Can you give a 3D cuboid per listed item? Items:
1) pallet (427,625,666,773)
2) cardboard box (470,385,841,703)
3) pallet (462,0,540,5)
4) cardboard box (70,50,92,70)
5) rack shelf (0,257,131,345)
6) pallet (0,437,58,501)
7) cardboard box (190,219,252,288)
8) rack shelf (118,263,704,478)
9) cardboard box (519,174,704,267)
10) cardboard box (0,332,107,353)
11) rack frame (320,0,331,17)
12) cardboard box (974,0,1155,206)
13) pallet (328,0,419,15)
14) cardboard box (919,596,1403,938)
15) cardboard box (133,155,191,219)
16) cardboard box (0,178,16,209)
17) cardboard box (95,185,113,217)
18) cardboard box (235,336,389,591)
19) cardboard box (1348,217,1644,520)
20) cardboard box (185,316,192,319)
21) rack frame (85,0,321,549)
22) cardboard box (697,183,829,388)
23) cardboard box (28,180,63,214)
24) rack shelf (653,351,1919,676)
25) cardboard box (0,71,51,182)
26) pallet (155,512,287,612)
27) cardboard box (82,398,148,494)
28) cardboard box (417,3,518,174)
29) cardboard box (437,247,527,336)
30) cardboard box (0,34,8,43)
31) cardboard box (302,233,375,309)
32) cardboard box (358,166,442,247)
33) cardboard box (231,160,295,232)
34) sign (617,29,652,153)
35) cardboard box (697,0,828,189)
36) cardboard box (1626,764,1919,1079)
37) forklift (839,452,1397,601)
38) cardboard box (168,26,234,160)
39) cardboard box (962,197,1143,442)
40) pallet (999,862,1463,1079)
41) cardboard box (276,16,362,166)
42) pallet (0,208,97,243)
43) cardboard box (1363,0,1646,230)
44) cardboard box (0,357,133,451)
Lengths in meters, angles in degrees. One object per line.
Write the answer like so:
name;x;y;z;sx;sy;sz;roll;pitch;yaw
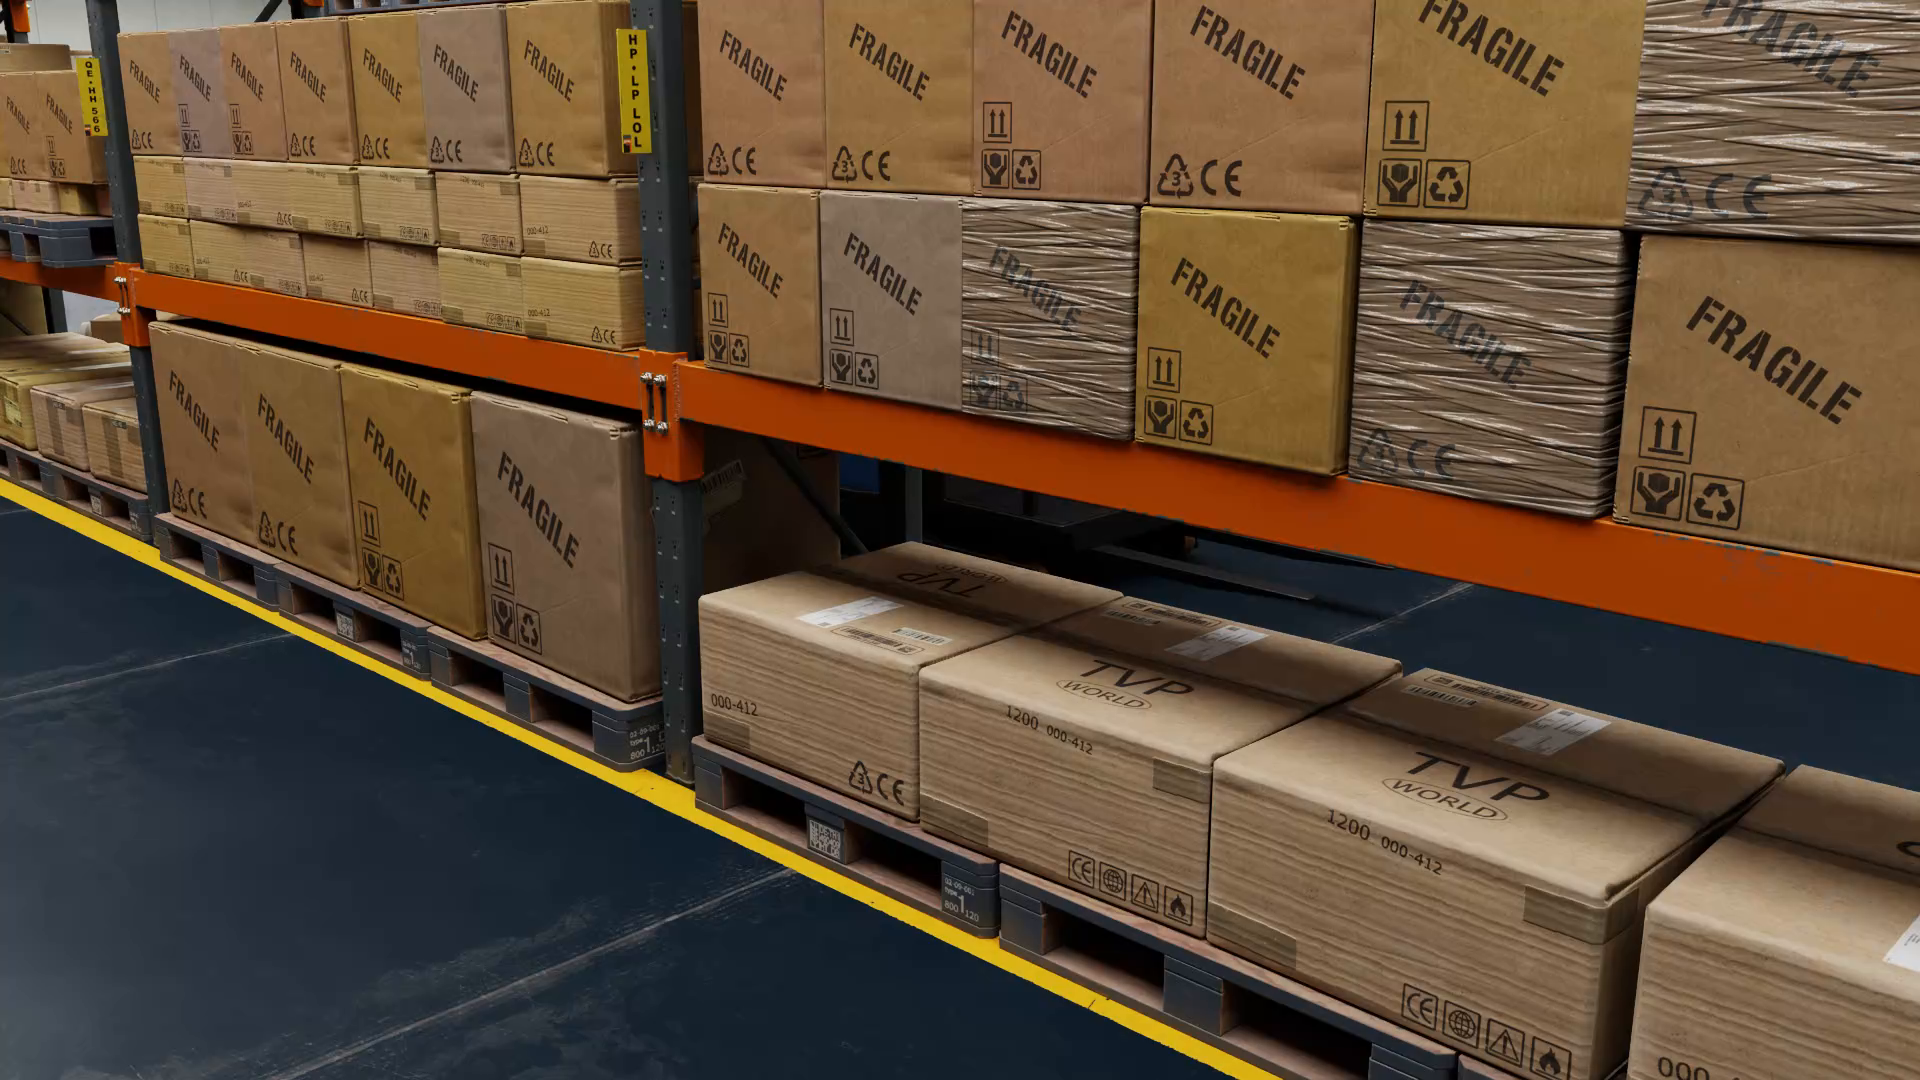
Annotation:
pallet;-1.123;0.429;5.868;1.213;0.211;1.003;14;20;42
cardboard box;-1.017;-0.068;5.627;0.875;0.875;0.875;-14;20;-42
pallet;-3.492;-4.669;14.130;1.213;0.211;1.003;14;20;42
cardboard box;-5.066;-2.707;9.465;0.250;0.149;0.380;13;19;40
rack shelf;-4.834;-1.501;9.172;4.000;0.370;1.077;14;20;42
pallet;-4.830;-0.501;9.435;1.213;0.211;1.003;14;20;42
cardboard box;-2.835;-1.209;6.920;0.500;0.250;0.500;13;19;41
rack shelf;-1.955;-0.801;6.485;4.000;0.370;1.077;14;20;42
cardboard box;-1.001;-1.002;5.134;0.500;0.250;0.500;14;20;42
cardboard box;-5.894;-1.040;10.352;0.625;0.372;0.950;14;20;43
rack frame;-5.790;-3.816;16.627;0.127;3.000;1.000;14;20;42
cardboard box;0.380;-1.023;3.728;0.500;0.500;0.500;-14;20;-43
pallet;-5.249;-5.096;15.769;1.213;0.211;1.003;14;20;42
cardboard box;0.508;0.523;4.224;0.875;0.438;0.875;13;19;41
cardboard box;-3.201;-1.535;7.181;0.500;0.250;0.500;13;20;42
cardboard box;-4.633;-1.757;8.390;0.250;0.149;0.380;14;20;43
cardboard box;-3.794;-1.596;7.773;0.380;0.149;0.250;-14;20;-42
cardboard box;-2.316;-0.382;6.829;0.875;0.875;0.875;14;20;43
cardboard box;1.106;-0.363;3.178;0.500;0.500;0.500;-14;20;-43
cardboard box;-6.132;-1.844;14.010;0.637;0.503;0.797;1;15;4
rack frame;-3.394;-1.499;7.738;0.127;3.000;1.000;14;20;42
cardboard box;-0.359;-0.718;4.541;0.500;0.500;0.500;-14;20;-42
cardboard box;-4.249;-1.666;8.040;0.250;0.149;0.380;13;20;42
rack shelf;0.925;-0.101;3.798;4.000;0.370;1.077;14;20;42
cardboard box;-4.294;-2.013;8.086;0.500;0.500;0.500;13;20;41
pallet;-2.879;0.002;7.507;1.213;0.211;1.003;14;20;42
cardboard box;-3.794;-0.532;8.403;0.625;0.372;0.950;12;19;39
cardboard box;-1.388;-1.453;5.380;0.500;0.500;0.500;-14;20;-43
cardboard box;-1.378;-0.849;5.539;0.500;0.250;0.500;13;20;41
cardboard box;-6.440;-2.992;10.695;0.500;0.500;0.700;13;20;42
cardboard box;-2.103;-1.030;6.235;0.500;0.250;0.500;14;20;42
cardboard box;-1.743;-1.177;5.808;0.500;0.250;0.500;-14;20;-43
cardboard box;-2.479;-1.355;6.490;0.500;0.250;0.500;14;20;42
sign;-0.884;-1.221;4.531;0.005;0.325;0.100;14;20;42
cardboard box;-0.340;-1.204;4.424;0.500;0.500;0.500;14;20;43
cardboard box;1.820;0.840;3.008;0.875;0.438;0.875;13;19;40
forklift;0.449;-1.307;7.135;3.031;2.935;1.130;14;20;43
cardboard box;-2.845;-1.816;6.771;0.500;0.500;0.500;14;20;42
cardboard box;0.354;-0.541;3.861;0.500;0.500;0.500;14;20;43
pallet;0.861;0.911;4.018;1.213;0.211;1.003;14;20;42
cardboard box;-2.123;-1.634;6.071;0.500;0.500;0.500;14;20;43
pallet;-4.848;-1.746;9.063;1.213;0.211;1.003;14;20;42
cardboard box;1.102;-0.846;3.049;0.500;0.500;0.500;14;20;42
cardboard box;-4.873;-0.793;9.406;0.950;0.372;0.625;-14;20;-42
